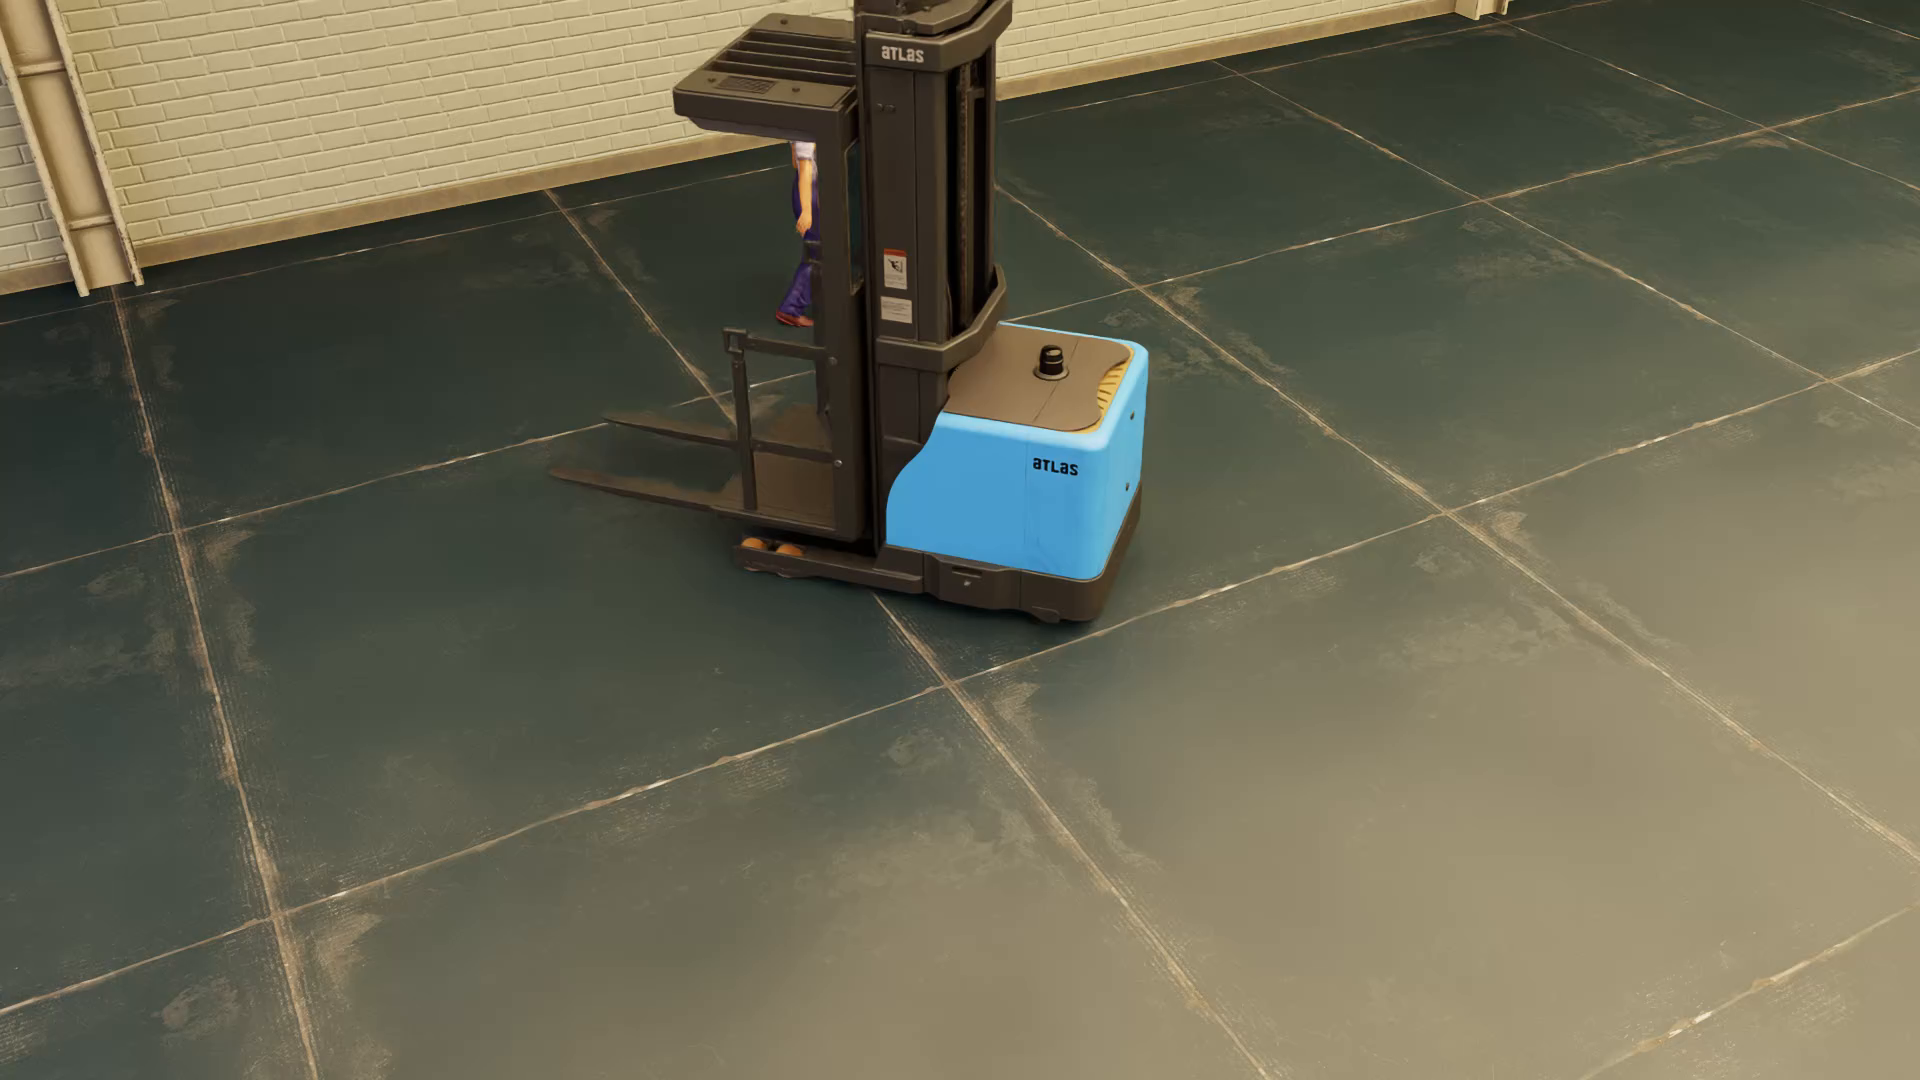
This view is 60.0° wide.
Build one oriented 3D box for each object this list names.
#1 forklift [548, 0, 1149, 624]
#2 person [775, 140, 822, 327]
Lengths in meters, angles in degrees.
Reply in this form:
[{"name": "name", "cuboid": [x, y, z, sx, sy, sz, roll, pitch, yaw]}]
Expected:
[{"name": "forklift", "cuboid": [-0.635, -1.284, 7.939, 3.031, 2.935, 1.130, 10, 37, 14]}, {"name": "person", "cuboid": [-0.959, -2.114, 10.327, 0.484, 1.624, 0.823, -4, 36, -6]}]
